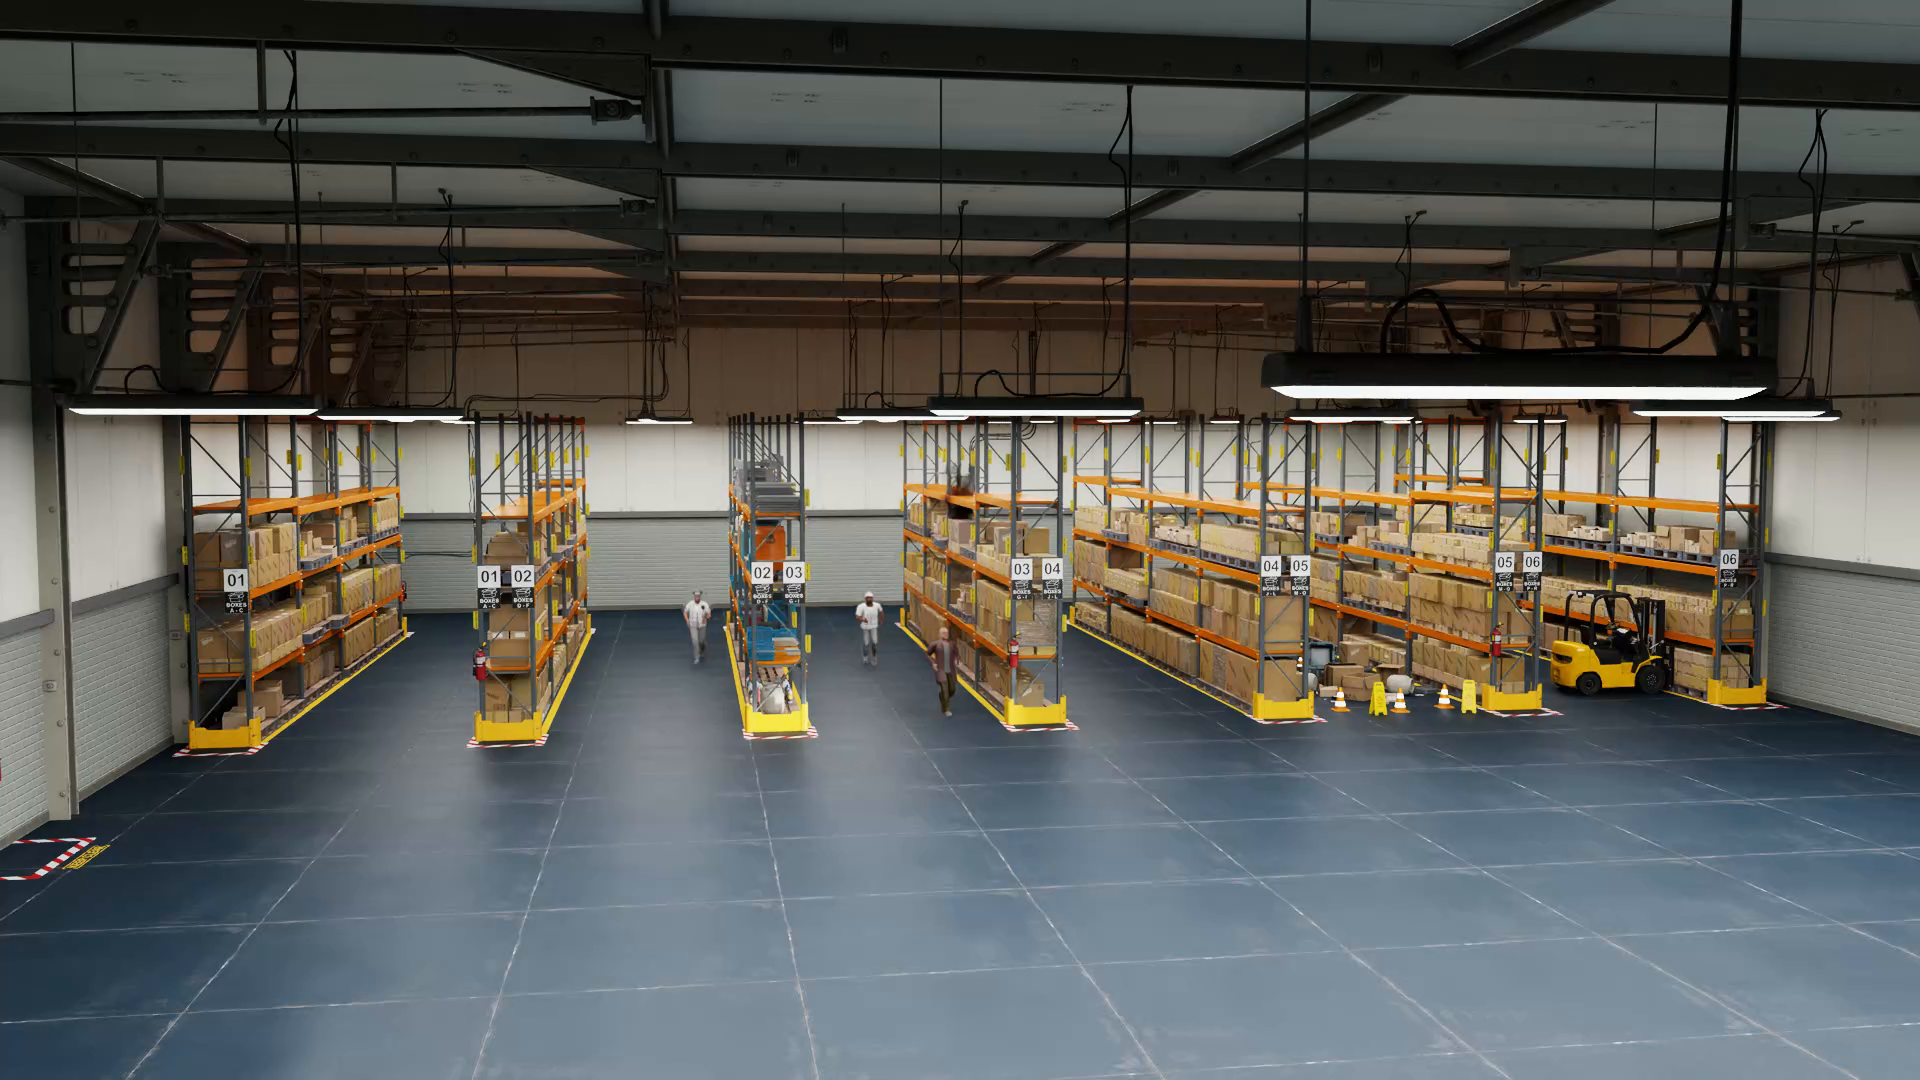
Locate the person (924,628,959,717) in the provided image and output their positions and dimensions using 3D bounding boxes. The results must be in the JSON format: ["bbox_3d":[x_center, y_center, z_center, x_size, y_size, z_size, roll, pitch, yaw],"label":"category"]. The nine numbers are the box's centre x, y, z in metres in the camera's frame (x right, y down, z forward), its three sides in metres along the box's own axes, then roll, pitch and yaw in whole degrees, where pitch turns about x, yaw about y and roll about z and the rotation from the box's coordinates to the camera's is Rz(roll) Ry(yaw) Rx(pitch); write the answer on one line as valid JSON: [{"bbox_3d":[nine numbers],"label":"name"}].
[{"bbox_3d":[-0.330,2.607,33.040,0.715,1.735,0.826,-2,4,-23],"label":"person"}]

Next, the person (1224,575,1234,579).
[{"bbox_3d":[8.238,1.481,50.755,0.552,1.627,0.660,1,4,15],"label":"person"}]

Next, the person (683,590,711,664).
[{"bbox_3d":[-6.402,2.093,40.519,0.671,1.775,0.774,-1,4,-10],"label":"person"}]

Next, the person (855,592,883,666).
[{"bbox_3d":[-2.156,2.148,39.931,0.721,1.821,0.729,-1,4,-13],"label":"person"}]
